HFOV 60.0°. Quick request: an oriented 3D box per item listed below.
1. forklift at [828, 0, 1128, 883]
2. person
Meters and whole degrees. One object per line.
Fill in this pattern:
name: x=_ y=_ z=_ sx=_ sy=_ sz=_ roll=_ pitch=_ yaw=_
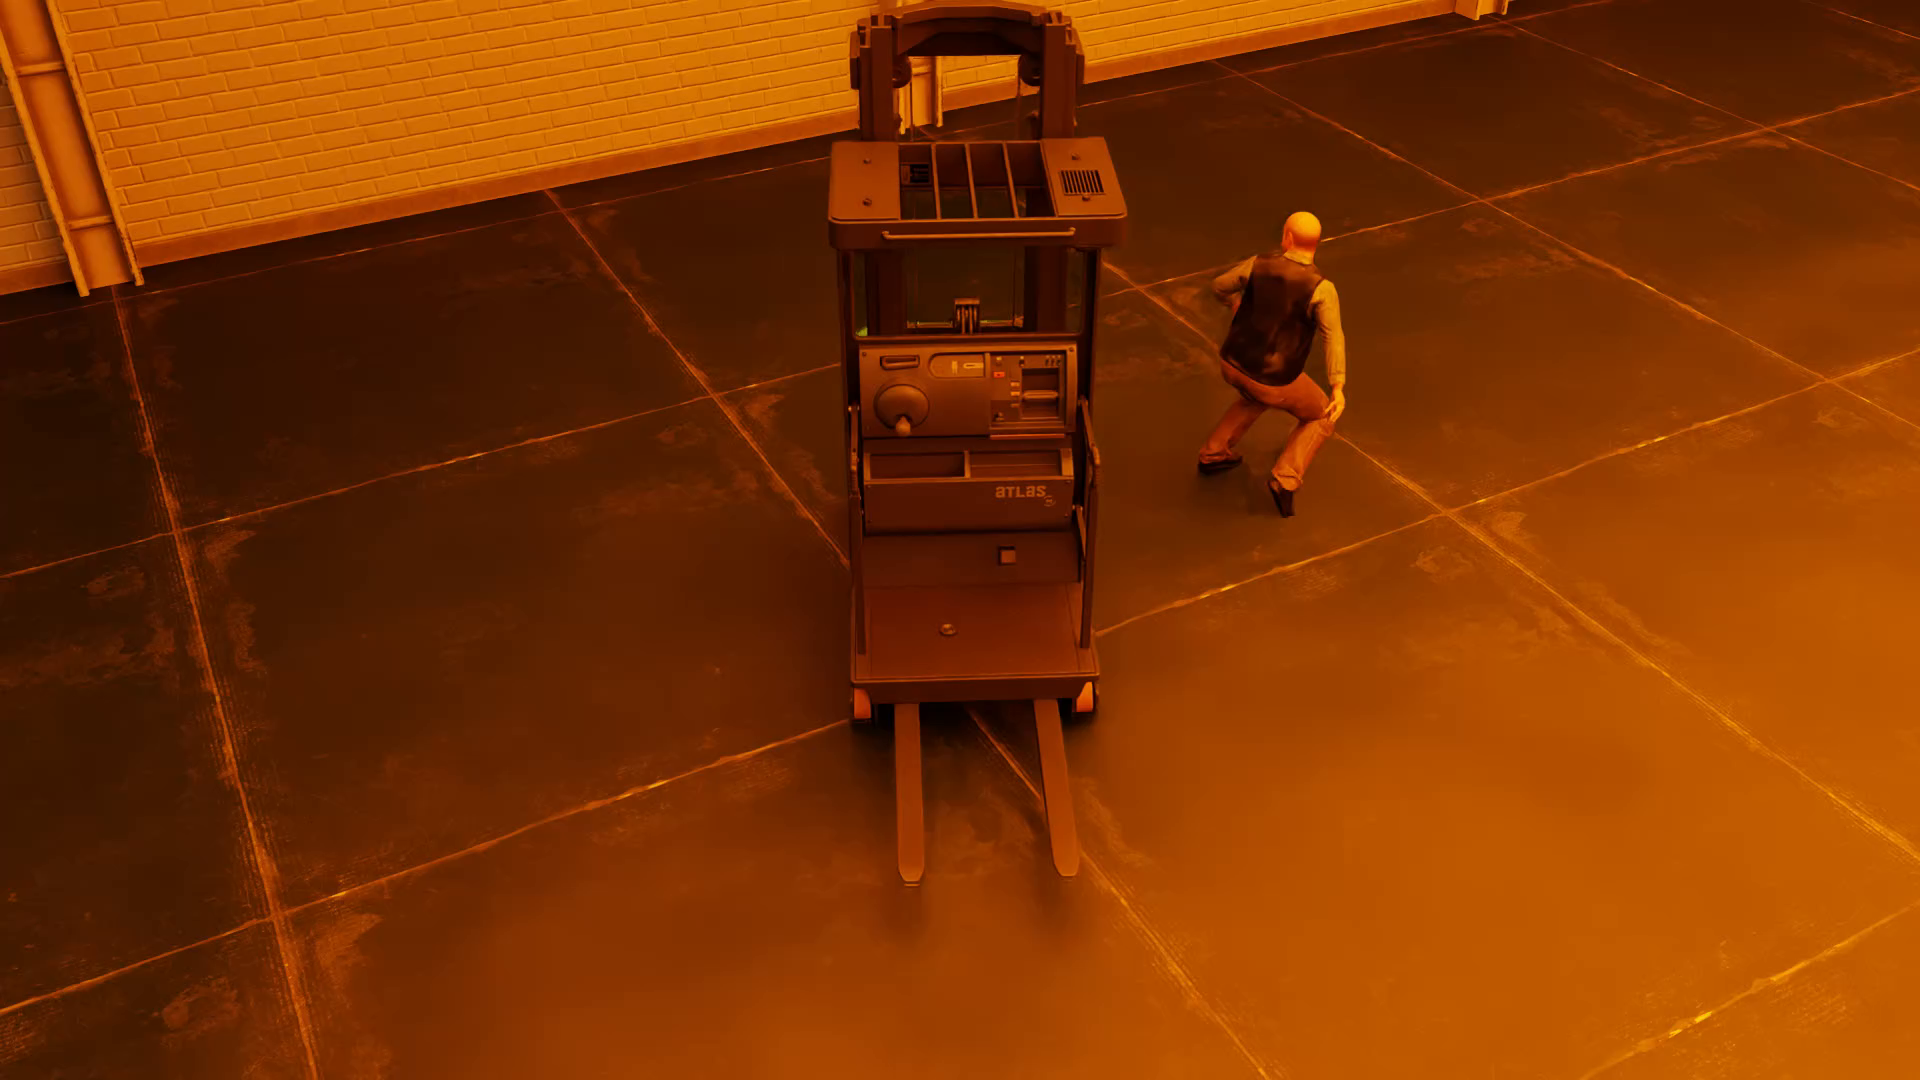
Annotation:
forklift: x=0.048 y=-0.578 z=6.941 sx=1.130 sy=2.935 sz=3.031 roll=-1 pitch=35 yaw=-2
person: x=1.669 y=-0.885 z=8.633 sx=0.502 sy=1.608 sz=0.967 roll=-27 pitch=44 yaw=-33
